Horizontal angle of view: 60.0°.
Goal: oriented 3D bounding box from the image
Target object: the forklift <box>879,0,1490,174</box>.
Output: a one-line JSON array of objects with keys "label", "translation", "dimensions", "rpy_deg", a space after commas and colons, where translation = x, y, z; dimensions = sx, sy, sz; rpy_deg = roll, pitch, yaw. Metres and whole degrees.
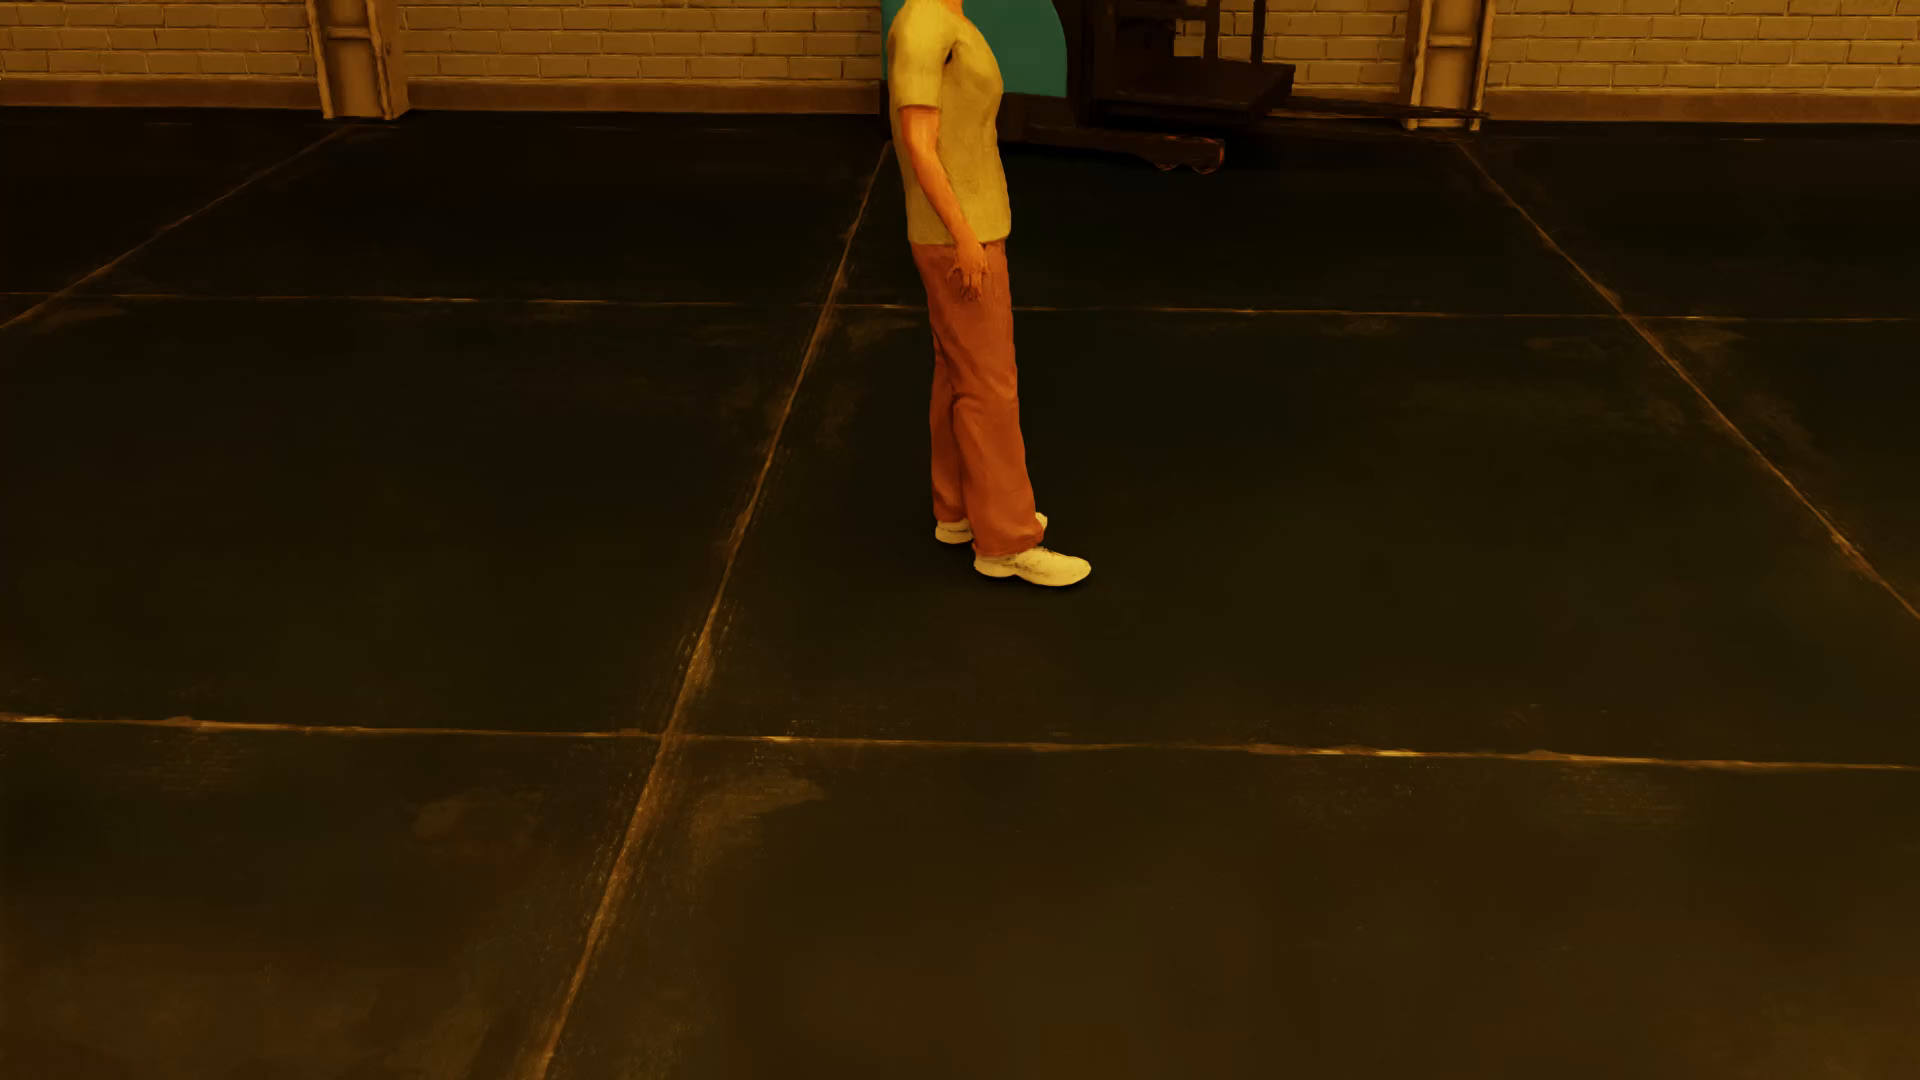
[{"label": "forklift", "translation": [1.144, -3.381, 8.063], "dimensions": [3.031, 2.935, 1.130], "rpy_deg": [10, 28, 20]}]

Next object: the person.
[{"label": "person", "translation": [0.089, -0.641, 4.189], "dimensions": [0.517, 1.427, 0.554], "rpy_deg": [1, 26, 2]}]
